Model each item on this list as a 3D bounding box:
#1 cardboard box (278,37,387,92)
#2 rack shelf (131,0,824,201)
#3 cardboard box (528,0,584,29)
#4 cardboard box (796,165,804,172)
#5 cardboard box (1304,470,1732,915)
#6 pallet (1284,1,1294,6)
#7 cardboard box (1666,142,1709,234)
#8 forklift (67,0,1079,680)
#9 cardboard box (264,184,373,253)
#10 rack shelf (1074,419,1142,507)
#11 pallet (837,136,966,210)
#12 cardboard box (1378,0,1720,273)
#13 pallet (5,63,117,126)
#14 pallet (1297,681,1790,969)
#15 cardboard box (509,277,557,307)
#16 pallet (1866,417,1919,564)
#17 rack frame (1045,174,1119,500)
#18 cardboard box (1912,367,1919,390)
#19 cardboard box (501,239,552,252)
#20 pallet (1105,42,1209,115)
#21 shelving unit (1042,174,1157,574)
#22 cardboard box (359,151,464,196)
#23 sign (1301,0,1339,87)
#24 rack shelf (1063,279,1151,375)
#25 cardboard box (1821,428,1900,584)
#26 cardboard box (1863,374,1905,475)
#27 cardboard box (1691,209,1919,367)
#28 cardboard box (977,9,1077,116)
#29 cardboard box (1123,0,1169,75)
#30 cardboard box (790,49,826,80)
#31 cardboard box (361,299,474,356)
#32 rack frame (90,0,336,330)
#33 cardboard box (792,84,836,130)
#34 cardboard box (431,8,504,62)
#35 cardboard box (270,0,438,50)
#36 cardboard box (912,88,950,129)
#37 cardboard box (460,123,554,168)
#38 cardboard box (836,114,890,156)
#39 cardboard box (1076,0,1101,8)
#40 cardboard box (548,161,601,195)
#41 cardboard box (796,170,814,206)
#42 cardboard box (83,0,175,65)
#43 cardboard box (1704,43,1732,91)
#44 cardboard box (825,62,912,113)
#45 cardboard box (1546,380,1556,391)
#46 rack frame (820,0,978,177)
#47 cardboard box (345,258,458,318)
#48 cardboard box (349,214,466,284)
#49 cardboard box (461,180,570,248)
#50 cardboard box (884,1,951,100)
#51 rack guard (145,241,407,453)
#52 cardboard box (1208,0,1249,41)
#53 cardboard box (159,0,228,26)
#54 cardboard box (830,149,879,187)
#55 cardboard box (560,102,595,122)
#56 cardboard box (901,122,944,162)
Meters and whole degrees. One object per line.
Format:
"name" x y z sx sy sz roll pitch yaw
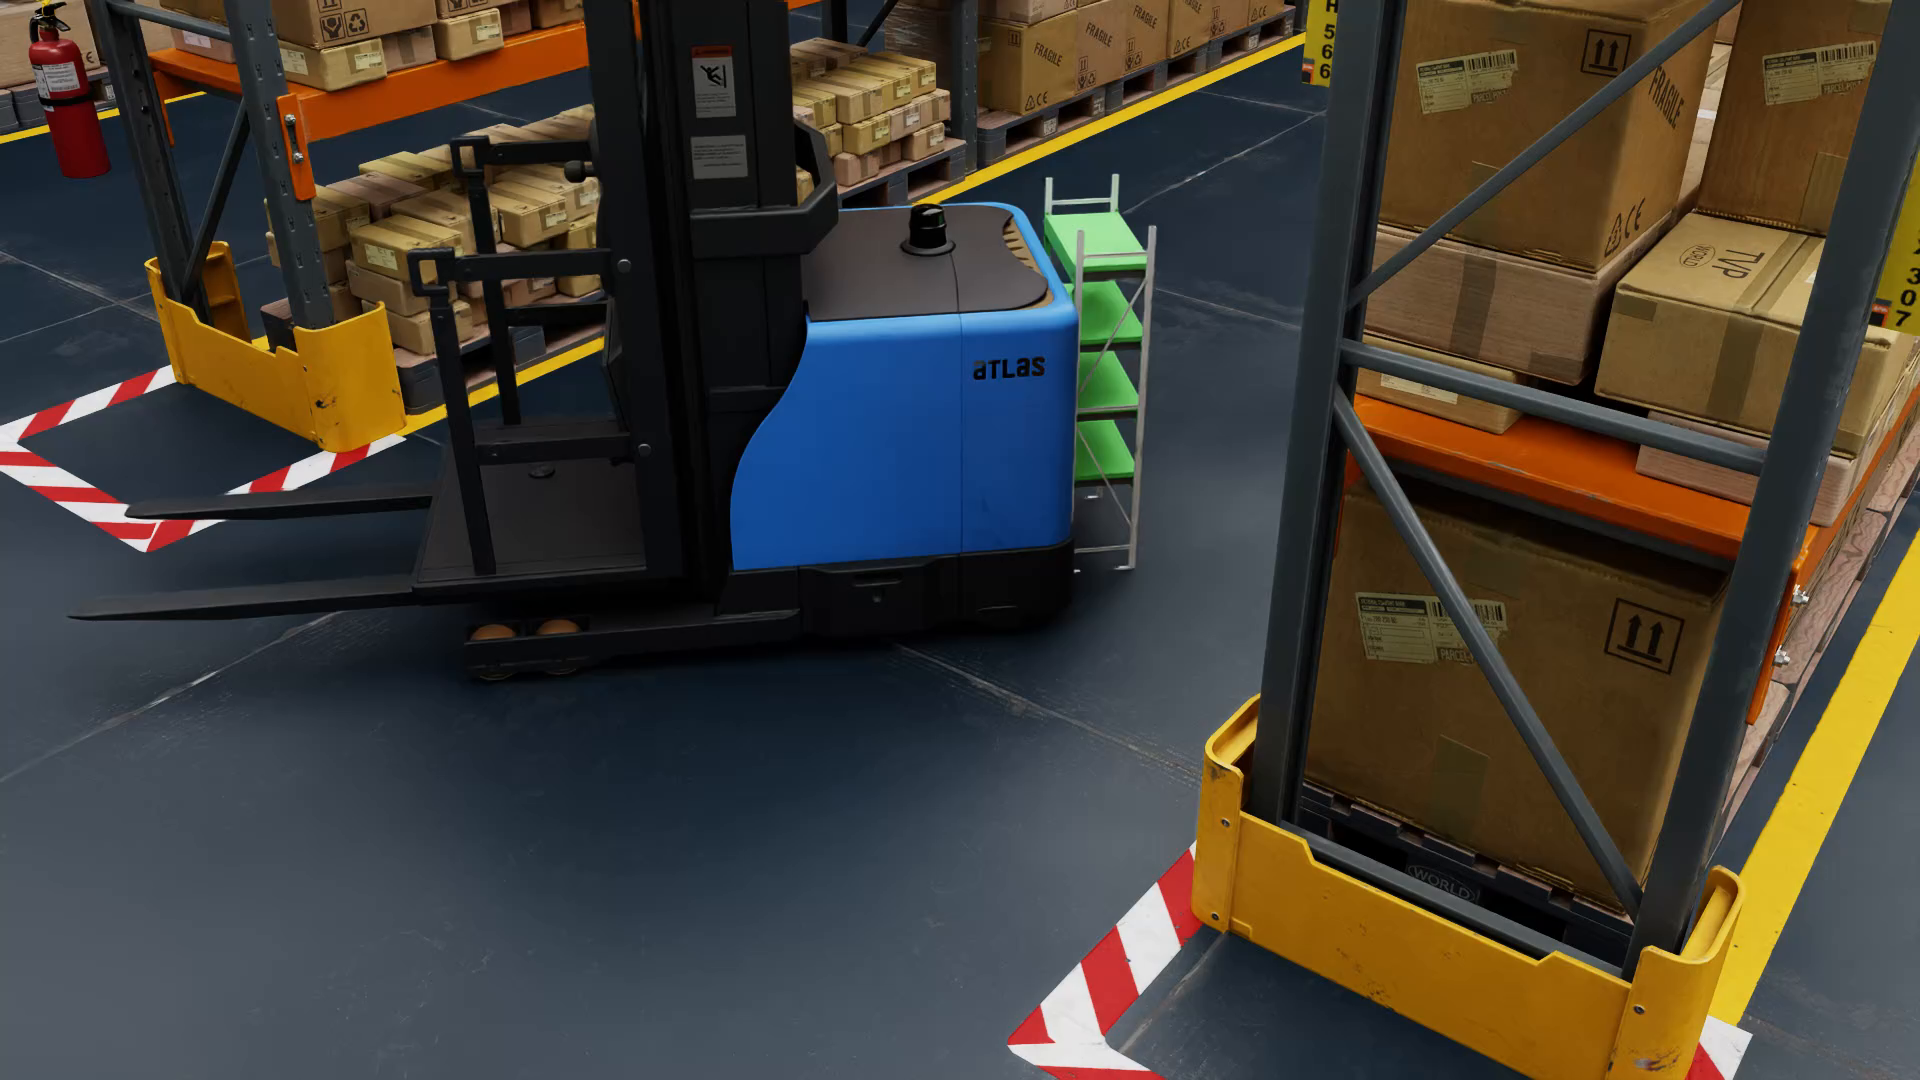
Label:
"cardboard box" -2.298 -1.747 6.002 0.380 0.149 0.250 21 36 31
"rack shelf" -1.548 -2.328 7.441 1.077 0.370 4.000 21 37 31
"cardboard box" -1.742 -2.206 6.777 0.380 0.149 0.250 21 36 31
"cardboard box" -0.946 -1.897 8.101 0.380 0.149 0.250 22 37 32
"cardboard box" 1.461 0.192 4.156 0.875 0.875 0.875 21 37 31
"pallet" 2.610 -4.174 12.586 1.003 0.211 1.213 21 37 31
"cardboard box" 1.526 -0.805 4.021 0.500 0.250 0.500 20 36 30
"forklift" -1.203 -1.125 4.774 3.031 2.935 1.130 -4 31 -7
"cardboard box" -2.637 -1.328 6.849 0.380 0.149 0.250 22 37 32
"rack shelf" 0.432 -0.276 5.635 0.258 0.148 0.480 -4 31 -7
"pallet" -0.718 -1.967 8.862 1.003 0.211 1.213 21 37 31
"cardboard box" 1.223 -0.922 3.483 0.500 0.500 0.500 22 37 32
"pallet" -5.605 -2.950 10.521 1.003 0.211 1.213 21 37 31
"pallet" 1.559 0.594 4.541 1.003 0.211 1.213 21 37 31
"cardboard box" -1.946 -1.128 7.095 0.380 0.149 0.250 22 37 32
"pallet" 3.032 -0.398 6.215 1.003 0.211 1.213 21 37 31
"rack frame" 0.396 -0.661 5.688 0.240 1.200 0.015 -4 31 -7
"cardboard box" 2.080 -0.507 3.909 0.380 0.149 0.250 20 36 31
"cardboard box" -1.947 -1.261 7.028 0.380 0.149 0.250 22 37 32
"pallet" 0.864 -3.066 10.716 1.003 0.211 1.213 21 37 31
"shelving unit" 0.432 -0.538 5.480 0.258 1.200 0.503 -4 31 -7
"cardboard box" -2.385 -1.557 7.235 0.380 0.149 0.250 20 36 30
"sign" 0.714 -1.029 3.177 0.100 0.325 0.005 21 37 31
"rack shelf" 0.432 -0.689 5.390 0.258 0.148 0.480 -4 31 -7
"cardboard box" 2.547 -0.540 5.391 0.875 0.875 0.875 21 37 31
"cardboard box" 1.769 -0.296 3.554 0.380 0.149 0.250 21 36 31
"cardboard box" 1.952 -0.646 3.753 0.500 0.250 0.500 21 36 31
"cardboard box" 0.317 -2.774 9.529 0.500 0.500 0.500 23 37 33
"cardboard box" 0.941 -3.207 10.259 0.500 0.500 0.500 22 37 32
"cardboard box" -0.927 -2.490 8.811 0.380 0.149 0.250 23 38 34
"cardboard box" -2.184 -0.893 6.699 0.380 0.149 0.250 22 37 32
"rack frame" -2.755 -1.824 5.886 1.000 3.000 0.127 21 37 31
"cardboard box" -0.834 -2.135 8.211 0.380 0.149 0.250 22 37 33
"cardboard box" -1.972 -1.956 6.355 0.380 0.149 0.250 20 36 30
"cardboard box" -2.264 -2.093 5.949 0.500 0.500 0.500 23 38 33
"cardboard box" -0.277 -2.307 8.792 0.380 0.149 0.250 22 37 32
"cardboard box" -2.060 -1.769 7.593 0.380 0.149 0.250 23 37 33
"cardboard box" -0.578 -2.078 8.407 0.380 0.149 0.250 20 36 30
"cardboard box" 0.636 -3.314 9.705 0.500 0.250 0.500 22 37 33
"cardboard box" -1.584 -1.591 7.293 0.380 0.149 0.250 23 37 33
"cardboard box" -0.930 -1.719 8.094 0.380 0.149 0.250 21 37 31
"cardboard box" -5.352 -3.425 10.688 0.875 0.438 0.875 20 36 30
"cardboard box" 2.144 -1.225 4.730 0.500 0.250 0.500 21 37 31
"cardboard box" -0.470 -2.320 8.523 0.380 0.149 0.250 22 37 32
"cardboard box" 1.246 -0.501 3.900 0.380 0.149 0.250 22 37 32
"rack frame" -0.340 -3.450 8.630 1.000 3.000 0.127 21 37 31
"cardboard box" -2.234 -1.040 6.656 0.380 0.149 0.250 23 38 33
"cardboard box" -2.168 -1.143 6.537 0.380 0.149 0.250 19 36 29
"cardboard box" -1.843 -1.355 6.895 0.380 0.149 0.250 21 37 31
"cardboard box" -0.095 -2.934 9.798 0.500 0.500 0.500 20 36 30
"rack guard" -2.709 -0.780 6.576 1.175 0.500 0.348 21 37 31
"cardboard box" 1.569 -3.624 10.962 0.500 0.500 0.500 23 38 33
"cardboard box" -2.689 -2.257 6.227 0.500 0.500 0.500 22 37 32
"cardboard box" -0.637 -1.933 8.454 0.380 0.149 0.250 20 36 30
"cardboard box" -1.677 -1.957 7.910 0.380 0.149 0.250 21 37 32
"cardboard box" -0.306 -2.140 8.803 0.380 0.149 0.250 22 37 32
